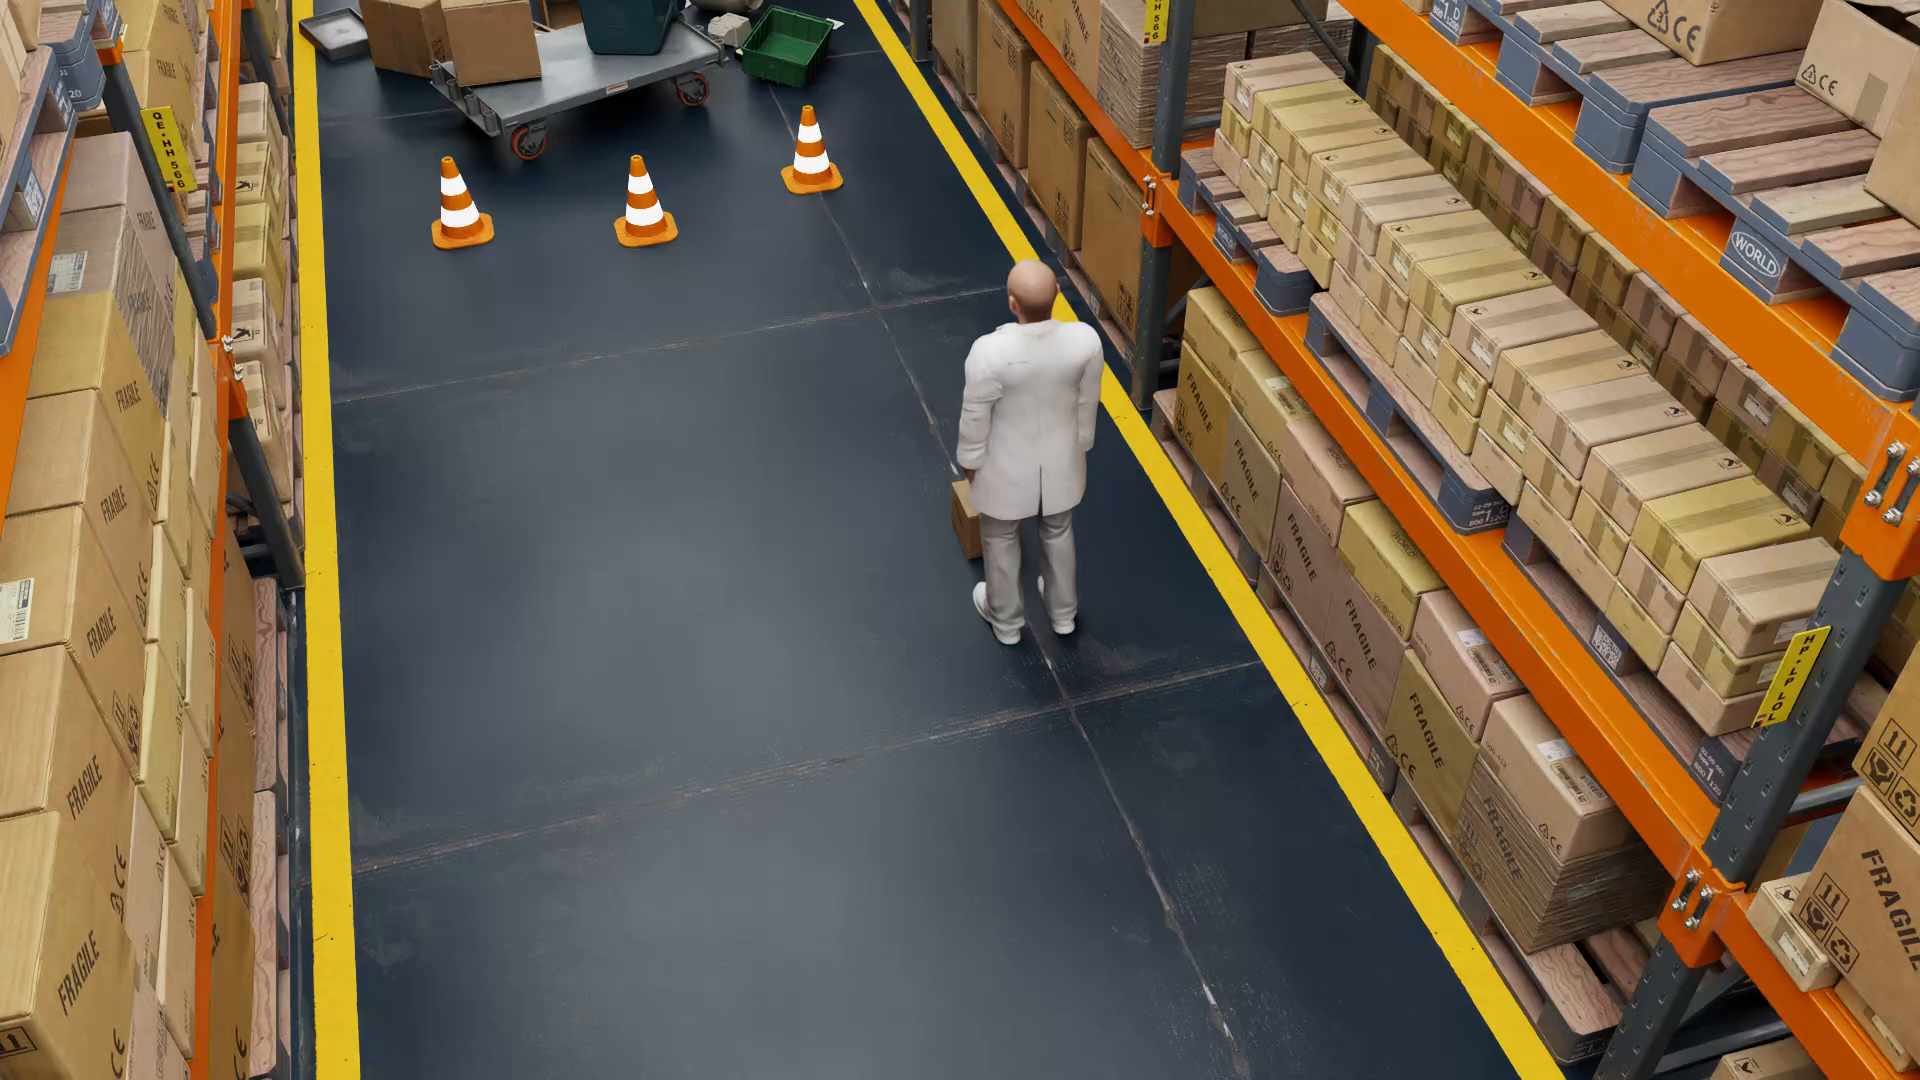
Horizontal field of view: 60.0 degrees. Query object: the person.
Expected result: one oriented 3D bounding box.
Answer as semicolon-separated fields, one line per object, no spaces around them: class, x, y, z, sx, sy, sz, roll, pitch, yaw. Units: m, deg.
person;0.255;-0.343;6.562;0.561;1.782;0.380;-11;43;-12
